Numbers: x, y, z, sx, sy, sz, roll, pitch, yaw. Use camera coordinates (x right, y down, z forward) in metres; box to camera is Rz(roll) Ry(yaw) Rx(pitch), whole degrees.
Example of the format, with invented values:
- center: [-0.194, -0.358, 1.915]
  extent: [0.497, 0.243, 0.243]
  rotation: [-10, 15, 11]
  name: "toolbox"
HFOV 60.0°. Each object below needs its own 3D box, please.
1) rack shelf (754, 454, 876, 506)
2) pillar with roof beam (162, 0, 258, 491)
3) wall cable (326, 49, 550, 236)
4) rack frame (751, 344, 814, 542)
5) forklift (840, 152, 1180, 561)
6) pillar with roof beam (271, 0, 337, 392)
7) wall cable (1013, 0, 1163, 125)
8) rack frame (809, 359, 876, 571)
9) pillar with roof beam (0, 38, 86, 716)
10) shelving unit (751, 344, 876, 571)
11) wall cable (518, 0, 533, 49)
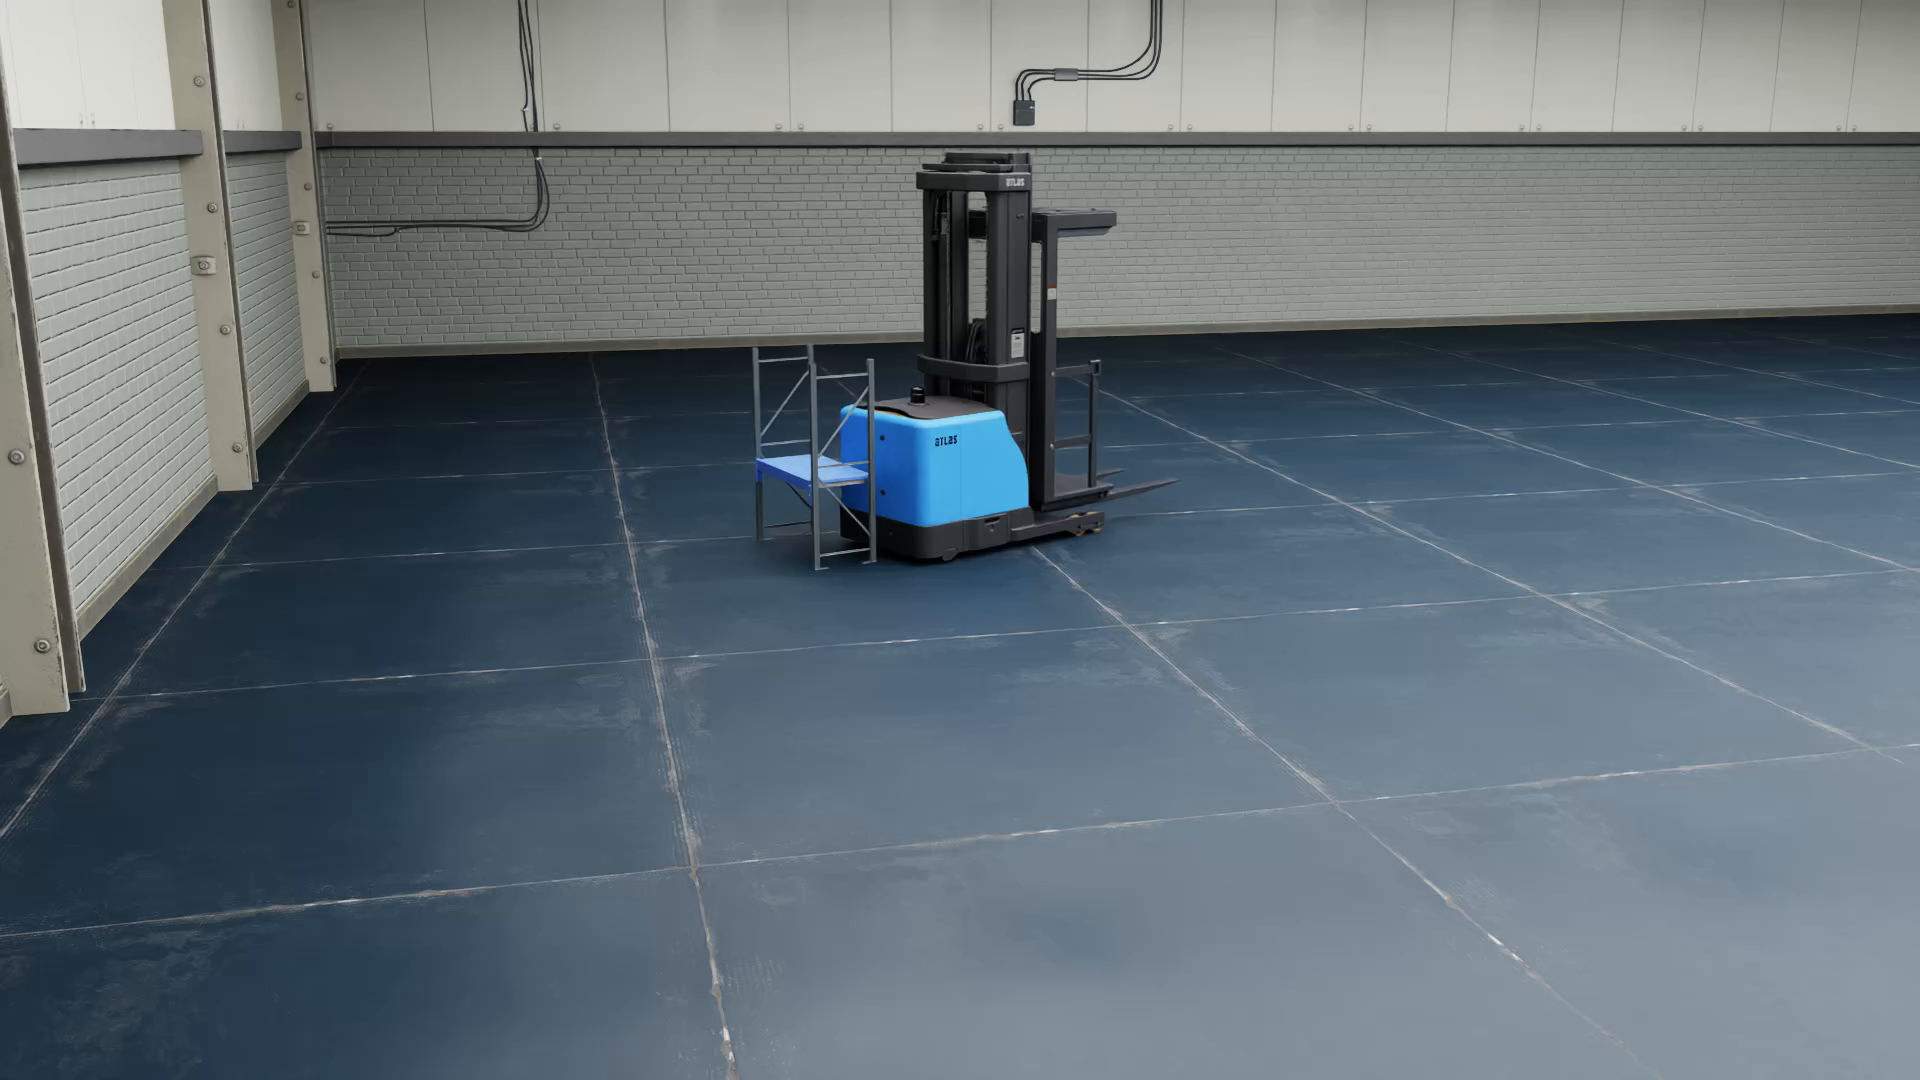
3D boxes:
- center: [-1.096, -0.468, 12.442]
  extent: [0.538, 0.185, 1.000]
  rotation: [-8, 16, -29]
  name: "rack shelf"
- center: [-2.300, -5.095, 14.819]
  extent: [9.100, 9.000, 0.400]
  rotation: [-3, 14, -13]
  name: "pillar with roof beam"
- center: [-7.300, -5.484, 22.955]
  extent: [3.097, 2.526, 0.112]
  rotation: [-3, 14, -13]
  name: "wall cable"
- center: [-1.350, -0.747, 12.826]
  extent: [0.500, 1.500, 0.032]
  rotation: [-8, 16, -29]
  name: "rack frame"
- center: [0.514, -1.539, 13.052]
  extent: [3.031, 2.935, 1.130]
  rotation: [-12, 18, -40]
  name: "forklift"
- center: [-3.709, -6.479, 20.485]
  extent: [9.100, 9.000, 0.400]
  rotation: [-3, 14, -13]
  name: "pillar with roof beam"
- center: [1.932, -9.170, 24.333]
  extent: [2.305, 6.003, 0.169]
  rotation: [-3, 14, -13]
  name: "wall cable"
- center: [-0.841, -0.539, 11.971]
  extent: [0.500, 1.500, 0.032]
  rotation: [-8, 16, -29]
  name: "rack frame"
- center: [-0.891, -3.710, 9.154]
  extent: [9.100, 9.000, 0.400]
  rotation: [-3, 14, -13]
  name: "pillar with roof beam"
- center: [-1.096, -0.643, 12.399]
  extent: [0.538, 1.500, 1.048]
  rotation: [-8, 16, -29]
  name: "shelving unit"
- center: [-4.670, -8.088, 22.972]
  extent: [3.097, 2.526, 0.112]
  rotation: [-3, 14, -13]
  name: "wall cable"
